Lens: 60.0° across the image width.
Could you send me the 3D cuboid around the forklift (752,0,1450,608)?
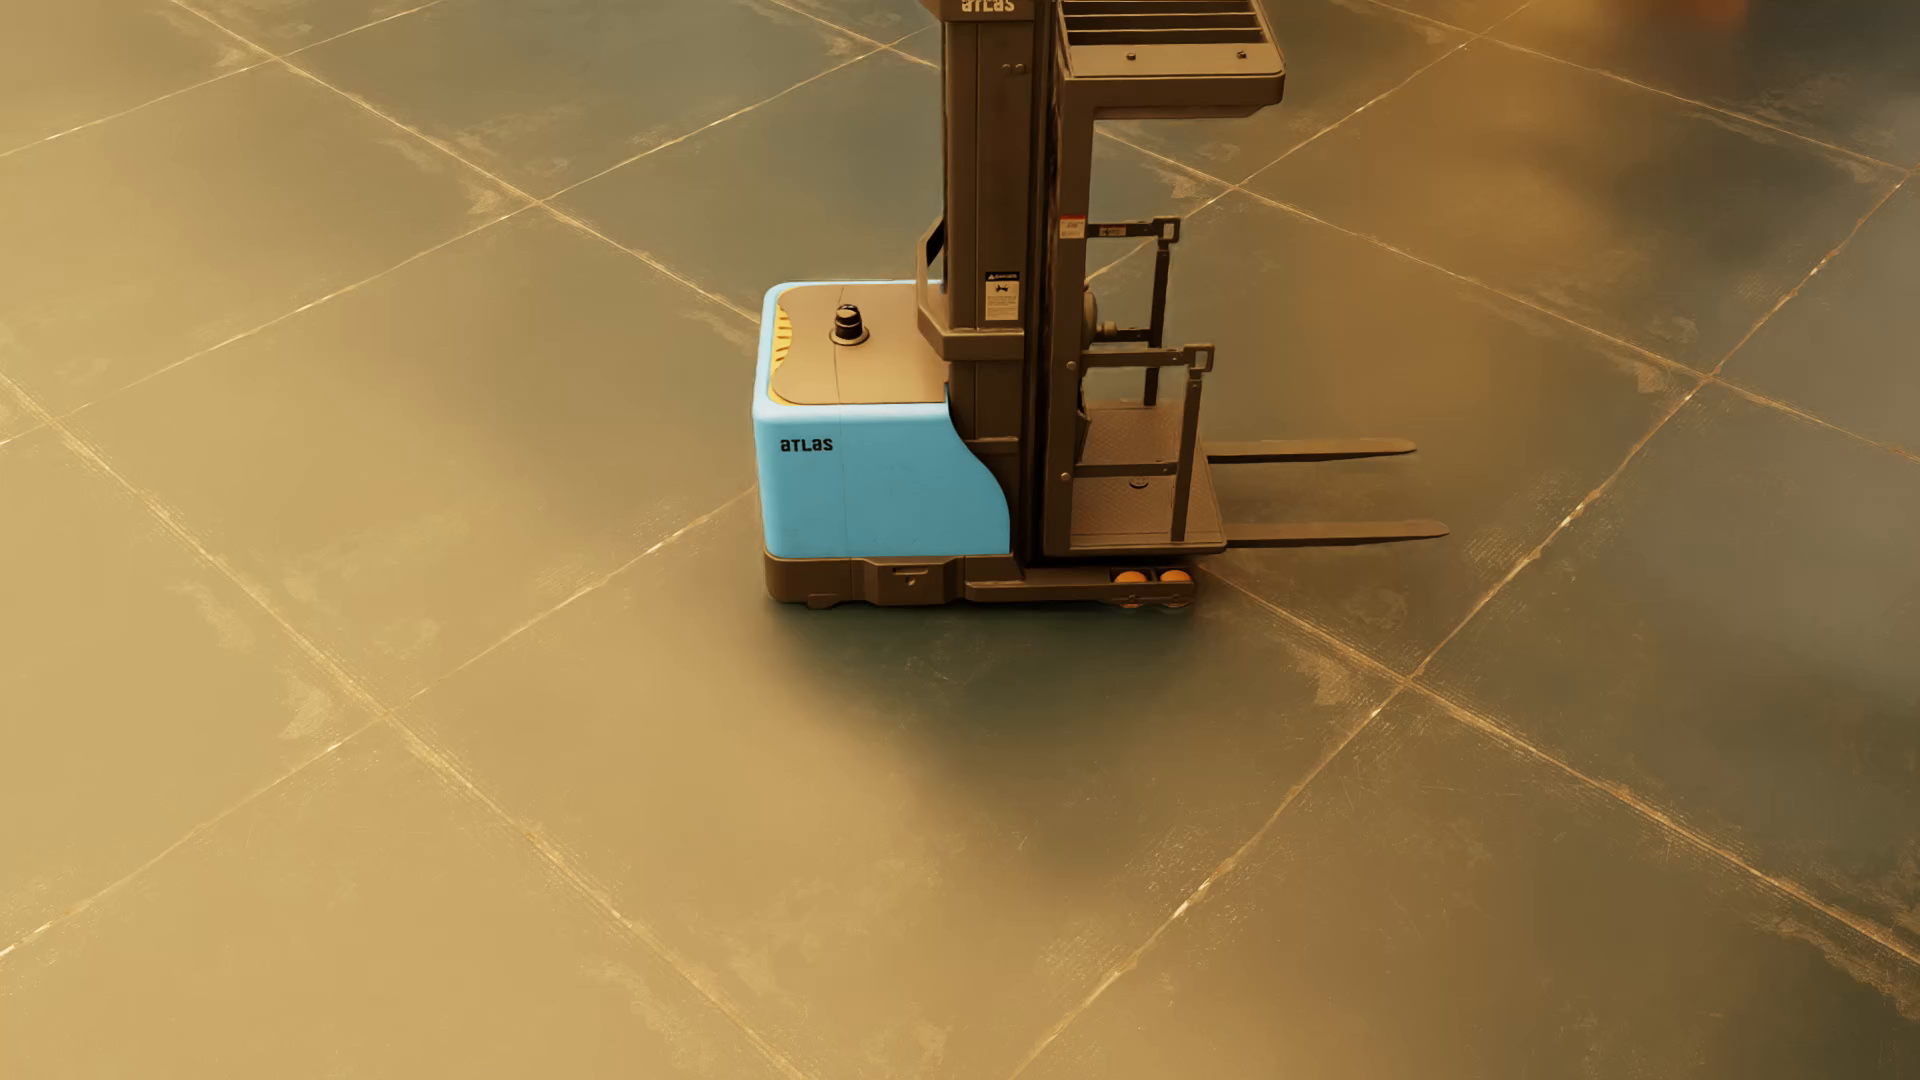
[{"bbox_3d":[0.649,-1.158,6.778,3.031,2.935,1.130,-1,41,-1],"label":"forklift"}]
